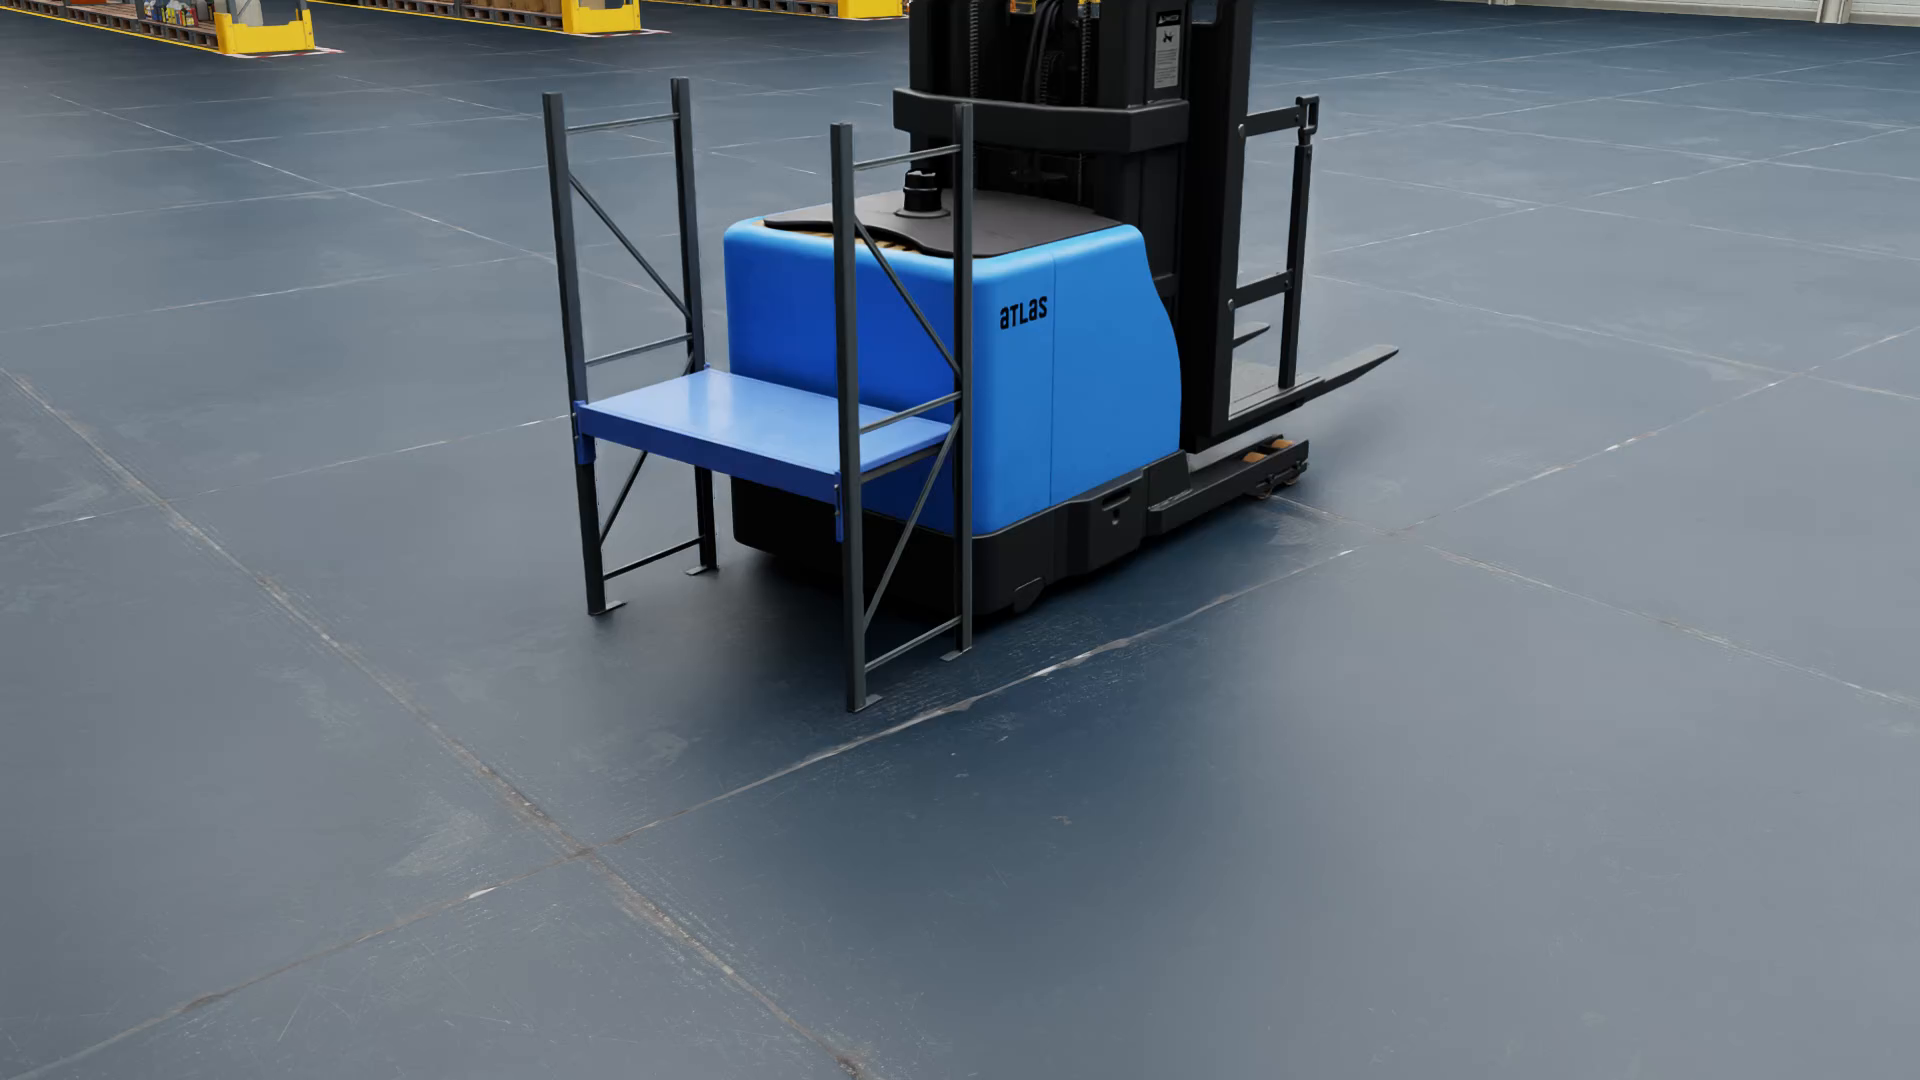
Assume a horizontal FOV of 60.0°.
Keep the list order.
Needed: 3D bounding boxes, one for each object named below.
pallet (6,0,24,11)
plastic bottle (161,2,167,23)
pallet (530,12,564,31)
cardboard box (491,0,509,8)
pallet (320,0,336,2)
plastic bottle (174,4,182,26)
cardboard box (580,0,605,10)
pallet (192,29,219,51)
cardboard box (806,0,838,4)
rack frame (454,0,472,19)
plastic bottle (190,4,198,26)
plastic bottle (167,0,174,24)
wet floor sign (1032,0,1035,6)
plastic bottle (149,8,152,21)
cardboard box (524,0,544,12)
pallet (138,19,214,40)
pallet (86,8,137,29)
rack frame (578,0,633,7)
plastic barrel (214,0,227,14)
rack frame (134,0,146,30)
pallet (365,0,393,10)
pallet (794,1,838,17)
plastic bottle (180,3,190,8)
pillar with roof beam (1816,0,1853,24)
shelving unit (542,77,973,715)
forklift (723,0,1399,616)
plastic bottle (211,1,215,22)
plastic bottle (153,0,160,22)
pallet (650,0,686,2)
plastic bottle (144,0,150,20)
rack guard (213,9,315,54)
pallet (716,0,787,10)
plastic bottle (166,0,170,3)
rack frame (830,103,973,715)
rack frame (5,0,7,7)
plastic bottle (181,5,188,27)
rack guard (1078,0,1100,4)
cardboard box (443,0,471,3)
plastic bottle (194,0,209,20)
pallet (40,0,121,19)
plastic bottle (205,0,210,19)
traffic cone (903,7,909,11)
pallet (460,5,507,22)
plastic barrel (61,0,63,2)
[{"bbox_3d":[-16.458,-9.672,29.890,1.003,0.211,1.213,-17,27,-37],"label":"pallet"},{"bbox_3d":[-11.296,-7.494,23.626,0.061,0.283,0.133,-16,26,-35],"label":"plastic bottle"},{"bbox_3d":[-5.898,-8.013,25.653,1.003,0.211,1.213,-17,27,-37],"label":"pallet"},{"bbox_3d":[-7.345,-8.918,26.991,0.500,0.500,0.500,-9,23,-21],"label":"cardboard box"},{"bbox_3d":[-11.816,-10.542,32.110,1.003,0.211,1.213,-17,27,-37],"label":"pallet"},{"bbox_3d":[-10.862,-7.333,23.224,0.152,0.276,0.135,-18,28,-39],"label":"plastic bottle"},{"bbox_3d":[-5.739,-8.266,25.326,0.500,0.500,0.500,-12,24,-28],"label":"cardboard box"},{"bbox_3d":[-9.708,-6.816,22.596,1.003,0.211,1.213,-17,27,-37],"label":"pallet"},{"bbox_3d":[-2.014,-9.588,28.189,0.875,0.875,0.875,-17,27,-37],"label":"cardboard box"},{"bbox_3d":[-7.955,-10.163,27.318,1.000,3.000,0.127,-17,27,-37],"label":"rack frame"},{"bbox_3d":[-10.691,-7.323,23.190,0.061,0.283,0.133,-17,27,-37],"label":"plastic bottle"},{"bbox_3d":[-11.094,-7.464,23.456,0.144,0.351,0.185,-18,27,-38],"label":"plastic bottle"},{"bbox_3d":[1.477,-10.013,30.165,0.267,0.644,0.232,-8,23,-19],"label":"wet floor sign"},{"bbox_3d":[-11.699,-7.637,24.103,0.097,0.201,0.097,0,21,0],"label":"plastic bottle"},{"bbox_3d":[-6.550,-8.600,26.180,0.500,0.500,0.500,-14,26,-33],"label":"cardboard box"},{"bbox_3d":[-11.301,-7.490,24.317,1.003,0.211,1.213,-17,27,-37],"label":"pallet"},{"bbox_3d":[-13.050,-8.230,26.207,1.003,0.211,1.213,-17,27,-37],"label":"pallet"},{"bbox_3d":[-5.344,-9.058,24.496,1.000,3.000,0.127,-17,27,-37],"label":"rack frame"},{"bbox_3d":[-9.911,-7.218,22.634,0.421,0.512,0.421,0,21,0],"label":"plastic barrel"},{"bbox_3d":[-11.708,-8.984,24.308,1.000,3.000,0.127,-17,27,-37],"label":"rack frame"},{"bbox_3d":[-10.057,-9.753,30.096,1.003,0.211,1.213,-17,27,-37],"label":"pallet"},{"bbox_3d":[-2.102,-9.114,28.465,1.003,0.211,1.213,-17,27,-37],"label":"pallet"},{"bbox_3d":[-10.999,-7.471,23.577,0.152,0.276,0.135,-17,27,-37],"label":"plastic bottle"},{"bbox_3d":[10.721,-11.459,22.403,9.100,9.000,0.400,-17,27,-37],"label":"pillar with roof beam"},{"bbox_3d":[-0.533,-0.433,4.533,1.048,1.500,0.538,16,26,35],"label":"shelving unit"},{"bbox_3d":[0.604,-1.611,5.578,1.130,2.935,3.031,17,27,37],"label":"forklift"},{"bbox_3d":[-10.710,-7.601,23.898,0.061,0.283,0.133,-17,27,-37],"label":"plastic bottle"},{"bbox_3d":[-11.495,-7.633,23.889,0.144,0.351,0.185,-17,27,-36],"label":"plastic bottle"},{"bbox_3d":[-5.493,-10.550,32.129,1.003,0.211,1.213,-17,27,-37],"label":"pallet"},{"bbox_3d":[-11.832,-7.726,24.234,0.097,0.271,0.097,0,21,0],"label":"plastic bottle"},{"bbox_3d":[-9.182,-6.724,21.967,1.175,0.500,0.348,-17,27,-37],"label":"rack guard"},{"bbox_3d":[-3.695,-9.788,30.186,1.003,0.211,1.213,-17,27,-37],"label":"pallet"},{"bbox_3d":[-11.386,-7.668,23.976,0.144,0.351,0.185,-17,27,-37],"label":"plastic bottle"},{"bbox_3d":[-0.132,-0.319,4.243,0.032,1.500,0.500,16,26,35],"label":"rack frame"},{"bbox_3d":[-16.930,-11.194,29.951,1.000,3.000,0.127,-17,27,-37],"label":"rack frame"},{"bbox_3d":[-10.718,-7.250,23.001,0.061,0.283,0.133,-17,27,-36],"label":"plastic bottle"},{"bbox_3d":[2.113,-10.274,31.029,1.175,0.500,0.348,-17,27,-37],"label":"rack guard"},{"bbox_3d":[-8.340,-9.378,28.140,0.500,0.500,0.700,20,29,41],"label":"cardboard box"},{"bbox_3d":[-11.040,-7.716,24.202,0.152,0.276,0.135,-17,27,-37],"label":"plastic bottle"},{"bbox_3d":[-14.865,-8.998,28.168,1.003,0.211,1.213,-17,27,-37],"label":"pallet"},{"bbox_3d":[-10.944,-7.793,24.296,0.144,0.351,0.185,-19,28,-40],"label":"plastic bottle"},{"bbox_3d":[-0.792,-9.514,29.140,0.336,0.463,0.334,-17,27,-37],"label":"traffic cone"},{"bbox_3d":[-7.490,-8.687,27.374,1.003,0.211,1.213,-17,27,-37],"label":"pallet"},{"bbox_3d":[-15.087,-9.392,28.185,0.421,0.512,0.421,0,21,0],"label":"plastic barrel"}]
